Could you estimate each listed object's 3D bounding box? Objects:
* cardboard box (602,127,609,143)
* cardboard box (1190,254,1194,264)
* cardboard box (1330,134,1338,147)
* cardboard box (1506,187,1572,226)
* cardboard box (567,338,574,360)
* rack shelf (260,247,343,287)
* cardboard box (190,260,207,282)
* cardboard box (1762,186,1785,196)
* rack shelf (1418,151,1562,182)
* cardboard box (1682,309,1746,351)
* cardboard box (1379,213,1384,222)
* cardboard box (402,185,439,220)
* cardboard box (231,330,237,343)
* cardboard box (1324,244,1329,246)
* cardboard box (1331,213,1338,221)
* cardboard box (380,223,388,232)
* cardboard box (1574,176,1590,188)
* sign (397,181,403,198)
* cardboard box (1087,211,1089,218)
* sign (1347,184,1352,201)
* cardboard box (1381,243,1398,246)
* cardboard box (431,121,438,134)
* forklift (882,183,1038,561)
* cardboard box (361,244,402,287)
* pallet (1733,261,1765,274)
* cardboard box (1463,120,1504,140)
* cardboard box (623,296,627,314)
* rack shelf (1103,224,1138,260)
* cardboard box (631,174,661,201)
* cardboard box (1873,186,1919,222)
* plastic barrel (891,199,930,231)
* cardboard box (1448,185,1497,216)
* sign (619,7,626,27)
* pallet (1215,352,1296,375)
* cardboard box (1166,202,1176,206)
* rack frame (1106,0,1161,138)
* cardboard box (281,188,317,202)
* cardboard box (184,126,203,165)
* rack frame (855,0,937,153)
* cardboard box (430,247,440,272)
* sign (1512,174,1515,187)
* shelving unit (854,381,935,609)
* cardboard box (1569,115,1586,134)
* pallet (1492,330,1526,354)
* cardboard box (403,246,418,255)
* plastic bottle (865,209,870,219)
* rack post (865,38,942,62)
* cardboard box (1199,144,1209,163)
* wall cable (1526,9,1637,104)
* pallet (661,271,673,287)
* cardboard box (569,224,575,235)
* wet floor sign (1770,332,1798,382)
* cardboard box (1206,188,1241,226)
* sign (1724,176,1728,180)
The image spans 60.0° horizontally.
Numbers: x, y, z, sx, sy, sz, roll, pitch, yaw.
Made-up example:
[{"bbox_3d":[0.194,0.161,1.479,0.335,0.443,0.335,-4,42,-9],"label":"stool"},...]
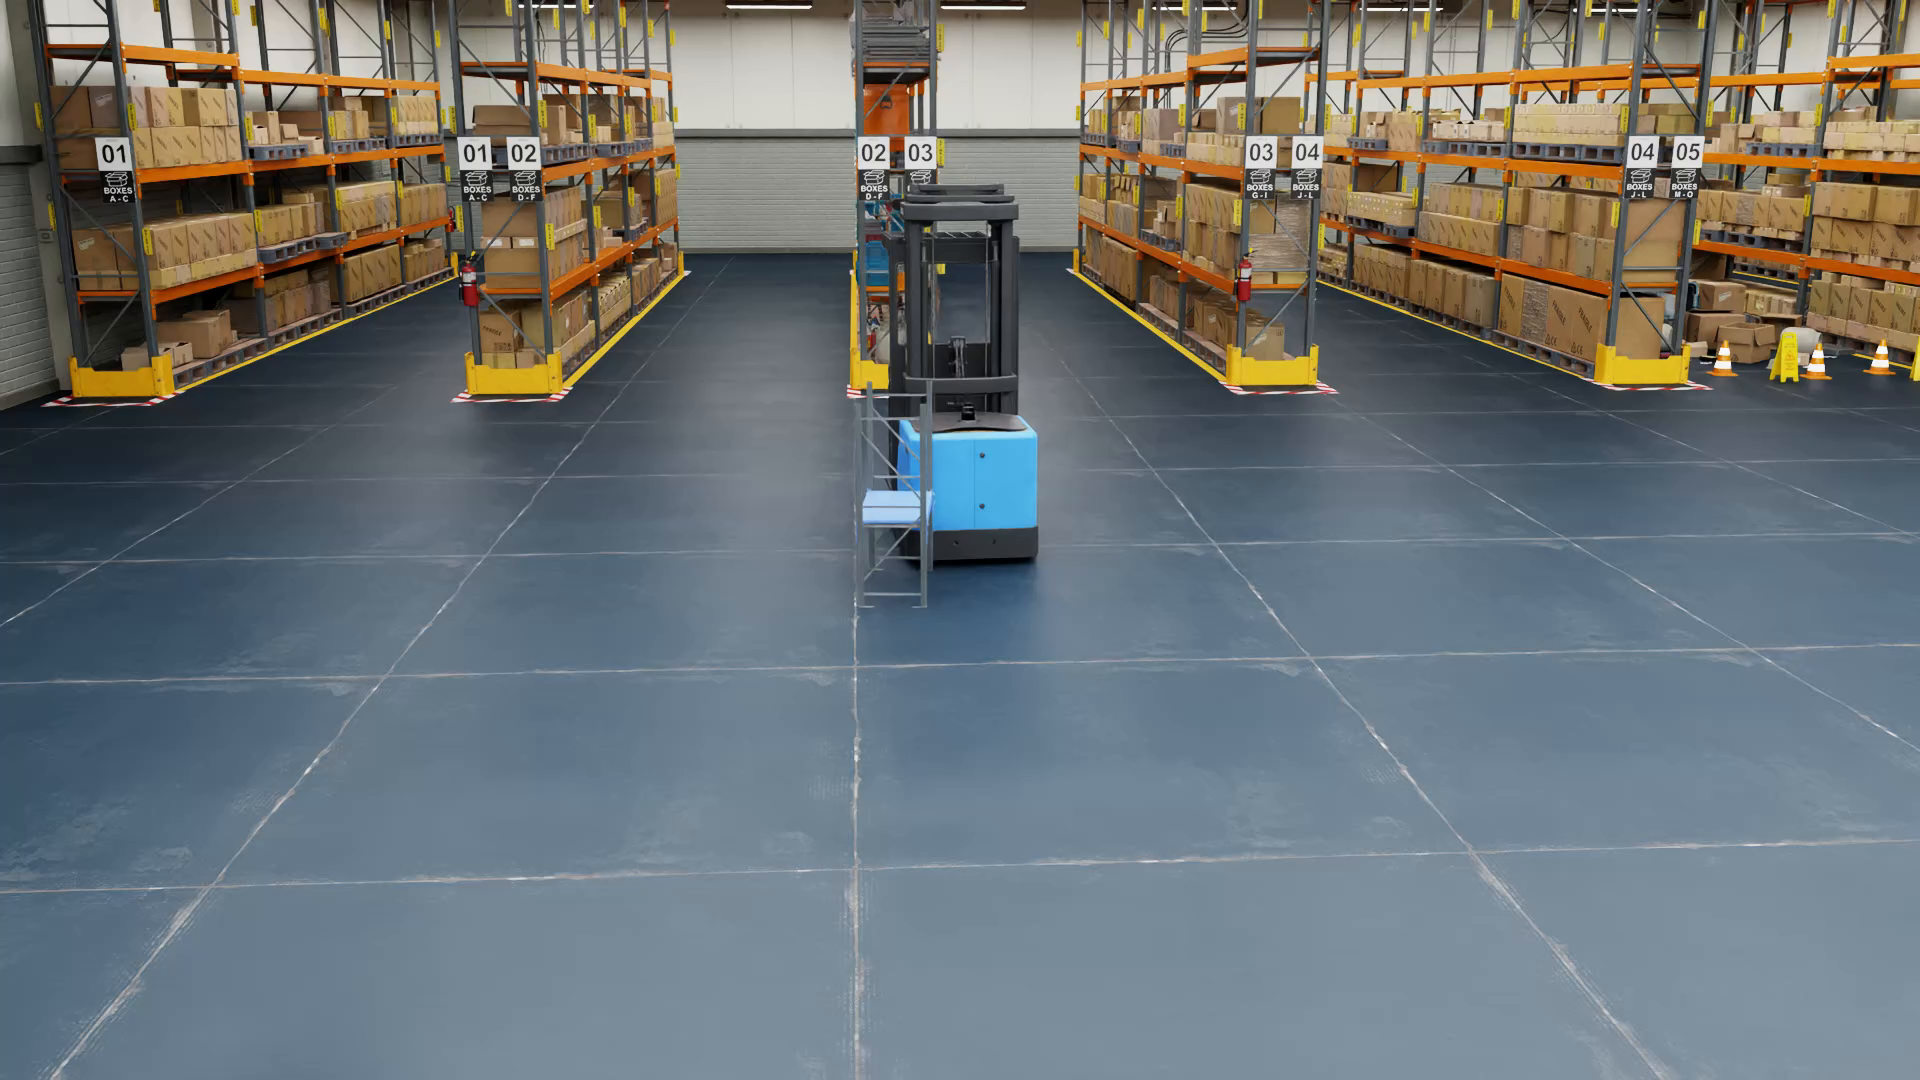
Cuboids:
[{"bbox_3d":[-6.100,-6.705,27.503,0.500,0.250,0.500,0,14,-2],"label":"cardboard box"},{"bbox_3d":[3.659,-4.216,24.898,0.380,0.149,0.250,-1,14,-3],"label":"cardboard box"},{"bbox_3d":[8.010,-8.310,34.585,0.500,0.250,0.500,-1,14,-4],"label":"cardboard box"},{"bbox_3d":[8.846,-5.075,25.263,0.875,0.550,0.550,-1,14,-3],"label":"cardboard box"},{"bbox_3d":[-5.615,-2.631,22.907,0.500,0.250,0.500,-1,14,-3],"label":"cardboard box"},{"bbox_3d":[-11.055,-4.440,26.707,1.077,0.370,4.000,-1,14,-3],"label":"rack shelf"},{"bbox_3d":[-10.468,-3.615,22.318,0.500,0.250,0.500,-1,14,-4],"label":"cardboard box"},{"bbox_3d":[13.441,-5.734,27.349,0.380,0.149,0.250,-2,15,-6],"label":"cardboard box"},{"bbox_3d":[8.733,-6.173,27.424,1.077,0.370,4.000,-1,14,-3],"label":"rack shelf"},{"bbox_3d":[11.338,-3.166,25.047,0.797,0.637,0.503,-1,14,-3],"label":"cardboard box"},{"bbox_3d":[8.060,-6.019,31.060,0.380,0.149,0.250,-2,15,-6],"label":"cardboard box"},{"bbox_3d":[-11.577,-7.113,35.051,0.980,0.700,0.700,-1,14,-4],"label":"cardboard box"},{"bbox_3d":[-10.868,-2.999,24.467,0.380,0.166,0.250,-3,15,-11],"label":"cardboard box"},{"bbox_3d":[7.944,-6.465,36.817,0.380,0.149,0.250,-1,14,-2],"label":"cardboard box"},{"bbox_3d":[7.991,-6.769,34.817,0.380,0.149,0.250,-2,15,-6],"label":"cardboard box"},{"bbox_3d":[-11.038,-5.897,31.388,0.380,0.149,0.250,-1,14,-3],"label":"cardboard box"},{"bbox_3d":[12.991,-7.309,34.205,0.500,0.500,0.500,-1,14,-4],"label":"cardboard box"},{"bbox_3d":[-10.886,-6.814,32.324,0.100,0.325,0.005,-1,14,-3],"label":"sign"},{"bbox_3d":[2.932,-6.970,35.600,0.380,0.149,0.250,-1,14,-4],"label":"cardboard box"},{"bbox_3d":[7.821,-6.970,33.360,0.100,0.325,0.005,-1,14,-3],"label":"sign"},{"bbox_3d":[8.660,-5.736,32.969,0.500,0.250,0.500,-1,14,-5],"label":"cardboard box"},{"bbox_3d":[-11.364,-8.729,35.171,0.500,0.250,0.500,0,14,-2],"label":"cardboard box"},{"bbox_3d":[-0.082,-1.573,14.260,1.130,2.935,3.031,-2,15,-7],"label":"forklift"},{"bbox_3d":[-11.256,-5.283,32.012,0.750,0.750,0.750,-1,14,-3],"label":"cardboard box"},{"bbox_3d":[18.057,-6.168,37.574,1.003,0.211,1.213,-1,14,-3],"label":"pallet"},{"bbox_3d":[8.529,-6.666,27.029,0.500,0.311,0.500,-1,14,-5],"label":"cardboard box"},{"bbox_3d":[-5.923,-3.980,28.149,0.500,0.250,0.500,-1,14,-4],"label":"cardboard box"},{"bbox_3d":[3.529,-5.664,31.465,1.077,0.370,4.000,-1,14,-3],"label":"rack shelf"},{"bbox_3d":[-6.231,-7.012,33.053,0.500,0.500,0.500,-1,14,-2],"label":"cardboard box"},{"bbox_3d":[13.739,-4.856,24.077,0.700,0.500,0.500,-1,14,-4],"label":"cardboard box"},{"bbox_3d":[-0.764,-4.787,25.607,0.600,0.901,0.708,-1,14,-3],"label":"plastic barrel"},{"bbox_3d":[8.694,-5.734,28.086,0.700,0.500,0.500,-1,14,-4],"label":"cardboard box"},{"bbox_3d":[-5.681,-8.807,28.004,0.100,0.325,0.005,-1,14,-3],"label":"sign"},{"bbox_3d":[4.129,-2.397,22.917,1.003,0.211,1.213,-1,14,-3],"label":"pallet"},{"bbox_3d":[3.861,-5.496,28.324,0.700,0.500,0.500,1,14,5],"label":"cardboard box"},{"bbox_3d":[3.405,-9.415,32.561,1.000,3.000,0.127,-1,14,-3],"label":"rack frame"},{"bbox_3d":[-11.466,-5.960,28.828,0.500,0.250,0.500,0,14,-2],"label":"cardboard box"},{"bbox_3d":[-10.542,-5.290,22.306,0.500,0.500,0.500,0,14,0],"label":"cardboard box"},{"bbox_3d":[-0.795,-6.354,20.664,1.000,3.000,0.127,-1,14,-3],"label":"rack frame"},{"bbox_3d":[-11.500,-5.971,35.388,0.700,0.500,0.500,-1,14,-4],"label":"cardboard box"},{"bbox_3d":[12.494,-8.108,37.624,0.100,0.325,0.005,-1,14,-3],"label":"sign"},{"bbox_3d":[-0.478,-0.358,12.409,0.538,1.500,1.048,0,14,2],"label":"shelving unit"},{"bbox_3d":[8.736,-5.720,22.877,0.500,0.250,0.500,-1,14,-4],"label":"cardboard box"},{"bbox_3d":[8.826,-3.031,25.383,1.003,0.211,1.213,-1,14,-3],"label":"pallet"},{"bbox_3d":[-11.210,-5.863,33.666,0.380,0.149,0.250,0,14,-2],"label":"cardboard box"},{"bbox_3d":[-1.838,-6.307,32.618,0.144,0.351,0.185,-1,14,-3],"label":"plastic bottle"},{"bbox_3d":[-0.715,-6.302,21.465,0.937,0.300,0.954,1,14,3],"label":"rack post"},{"bbox_3d":[3.731,-5.529,23.778,0.500,0.250,0.500,-1,15,-6],"label":"cardboard box"},{"bbox_3d":[15.948,-12.036,42.672,2.988,3.039,0.133,-1,14,-3],"label":"wall cable"},{"bbox_3d":[-6.603,-5.482,34.911,1.003,0.211,1.213,-1,14,-3],"label":"pallet"},{"bbox_3d":[-5.695,-4.414,23.658,0.380,0.149,0.250,-1,14,-4],"label":"cardboard box"},{"bbox_3d":[11.083,-2.460,22.293,0.267,0.644,0.232,-3,15,-13],"label":"wet floor sign"},{"bbox_3d":[3.780,-4.708,23.502,0.500,0.500,0.500,-1,14,-3],"label":"cardboard box"},{"bbox_3d":[17.460,-8.146,37.930,0.100,0.325,0.005,-1,14,-3],"label":"sign"}]
